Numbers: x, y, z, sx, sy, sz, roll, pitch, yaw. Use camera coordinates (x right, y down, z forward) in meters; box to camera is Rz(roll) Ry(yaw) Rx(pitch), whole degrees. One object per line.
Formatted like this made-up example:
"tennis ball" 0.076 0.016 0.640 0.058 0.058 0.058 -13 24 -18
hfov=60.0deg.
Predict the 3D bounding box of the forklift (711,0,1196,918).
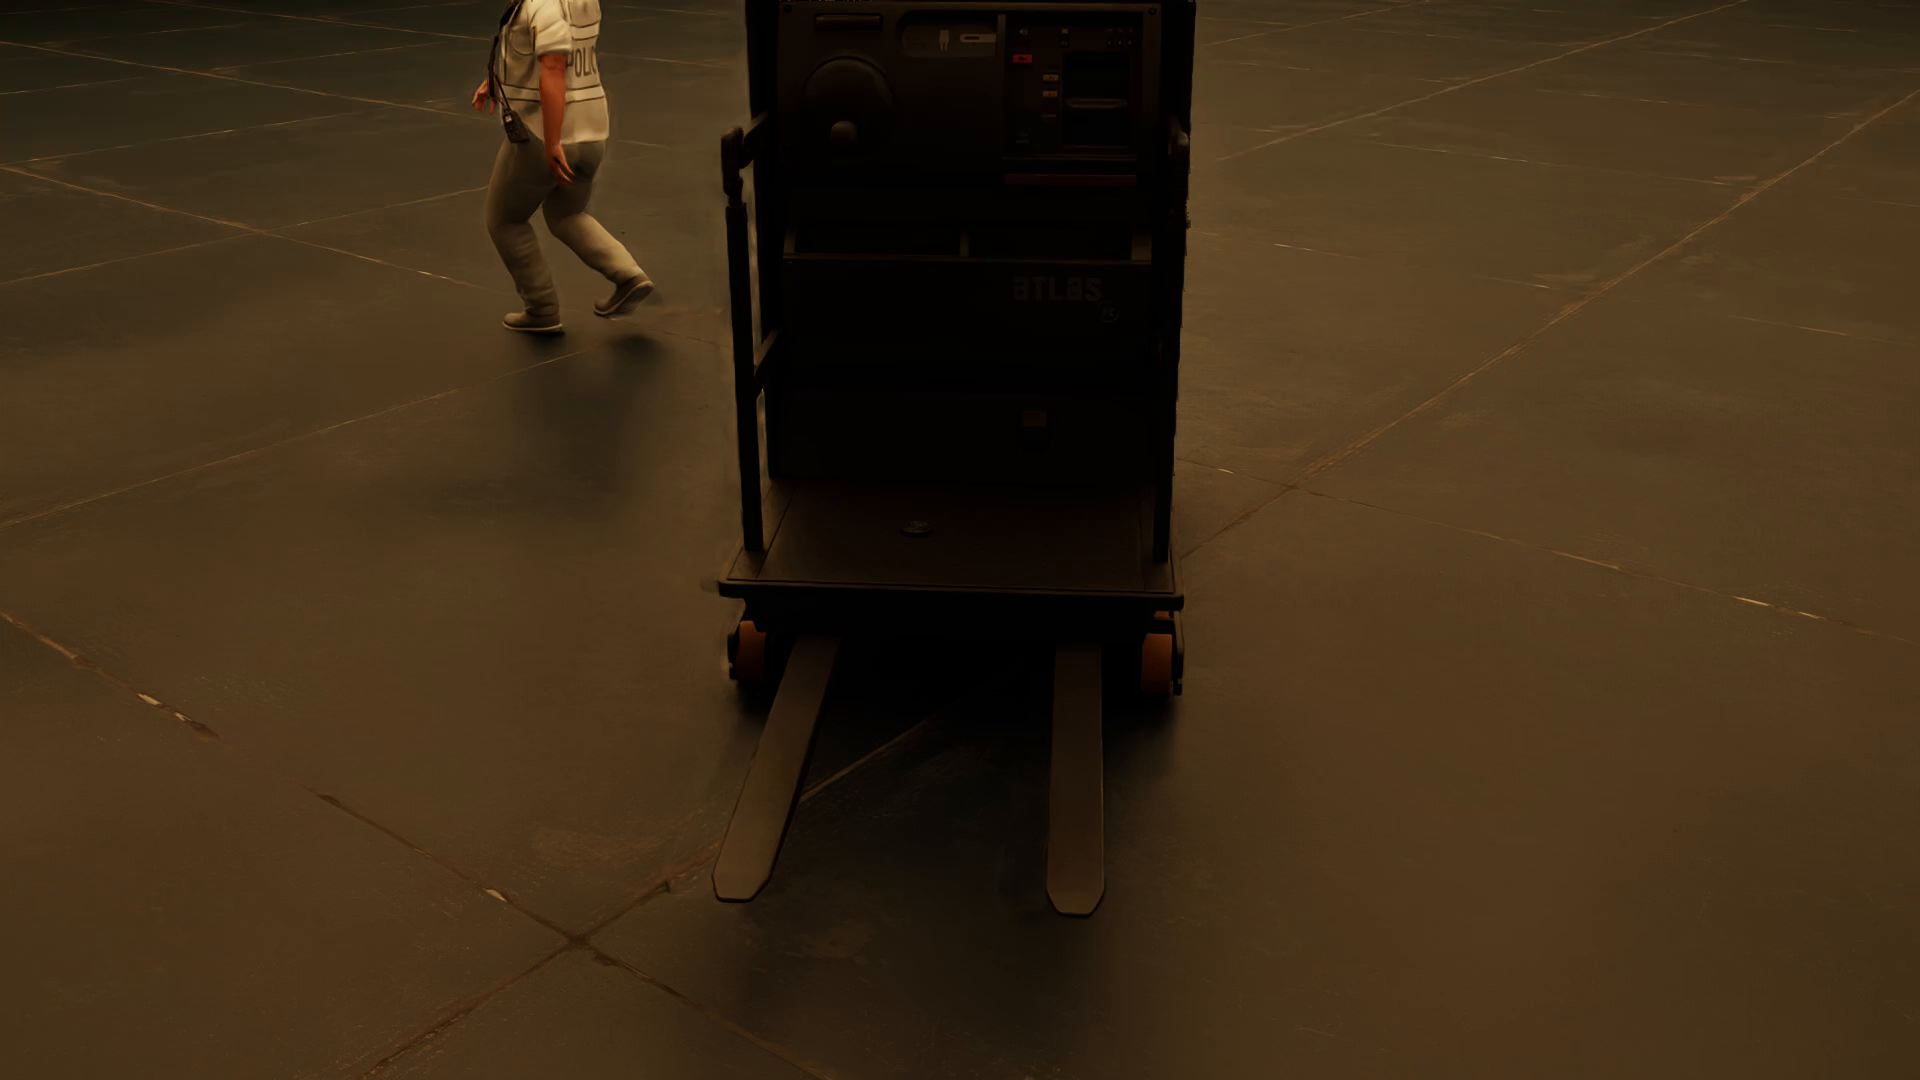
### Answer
"forklift" 0.006 -1.089 3.841 1.130 2.935 3.031 2 23 4

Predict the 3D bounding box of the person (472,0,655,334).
"person" -1.652 -1.635 6.690 0.695 1.684 0.665 11 26 24
